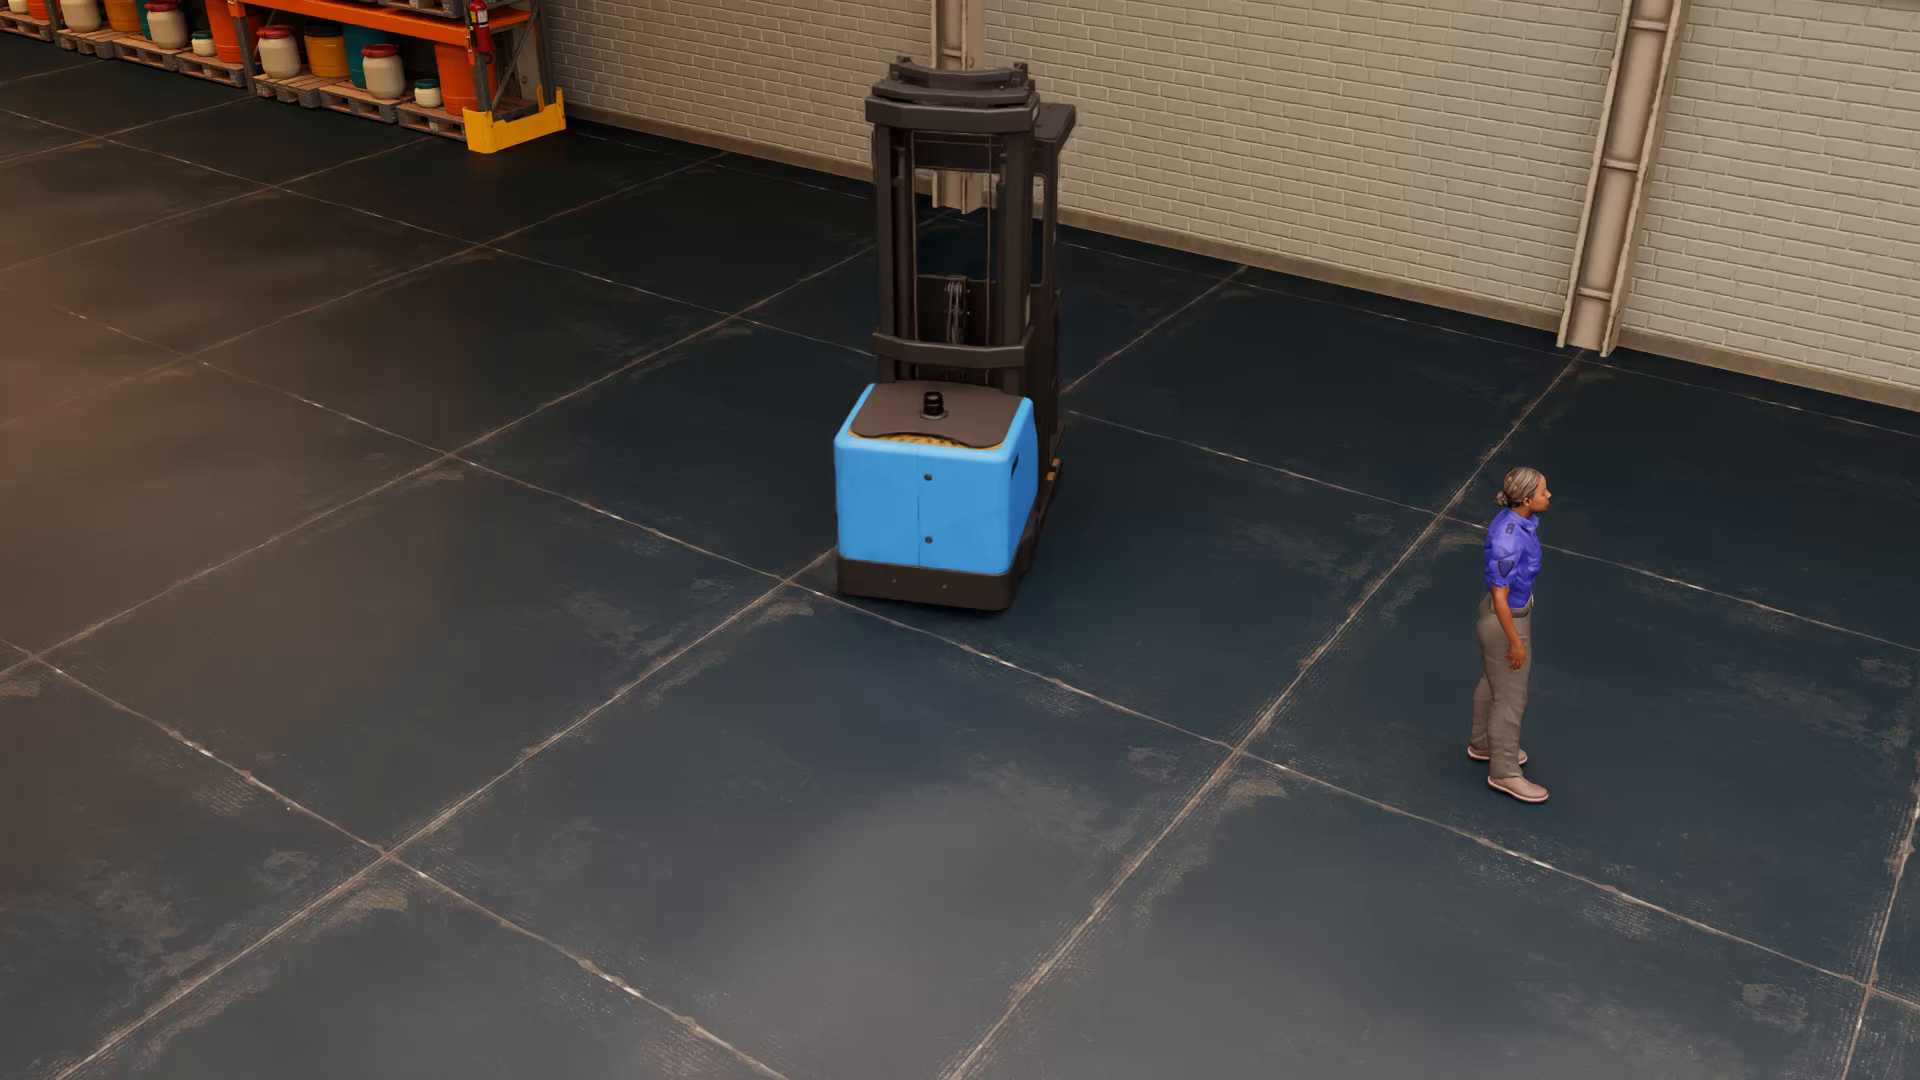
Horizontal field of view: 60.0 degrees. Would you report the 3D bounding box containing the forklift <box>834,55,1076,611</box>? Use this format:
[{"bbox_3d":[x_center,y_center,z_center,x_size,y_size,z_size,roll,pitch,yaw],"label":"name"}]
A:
[{"bbox_3d":[0.080,-1.582,10.306,1.130,2.935,3.031,6,31,10],"label":"forklift"}]

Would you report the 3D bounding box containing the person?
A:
[{"bbox_3d":[2.750,0.428,8.101,0.504,1.654,0.569,9,31,16],"label":"person"}]
